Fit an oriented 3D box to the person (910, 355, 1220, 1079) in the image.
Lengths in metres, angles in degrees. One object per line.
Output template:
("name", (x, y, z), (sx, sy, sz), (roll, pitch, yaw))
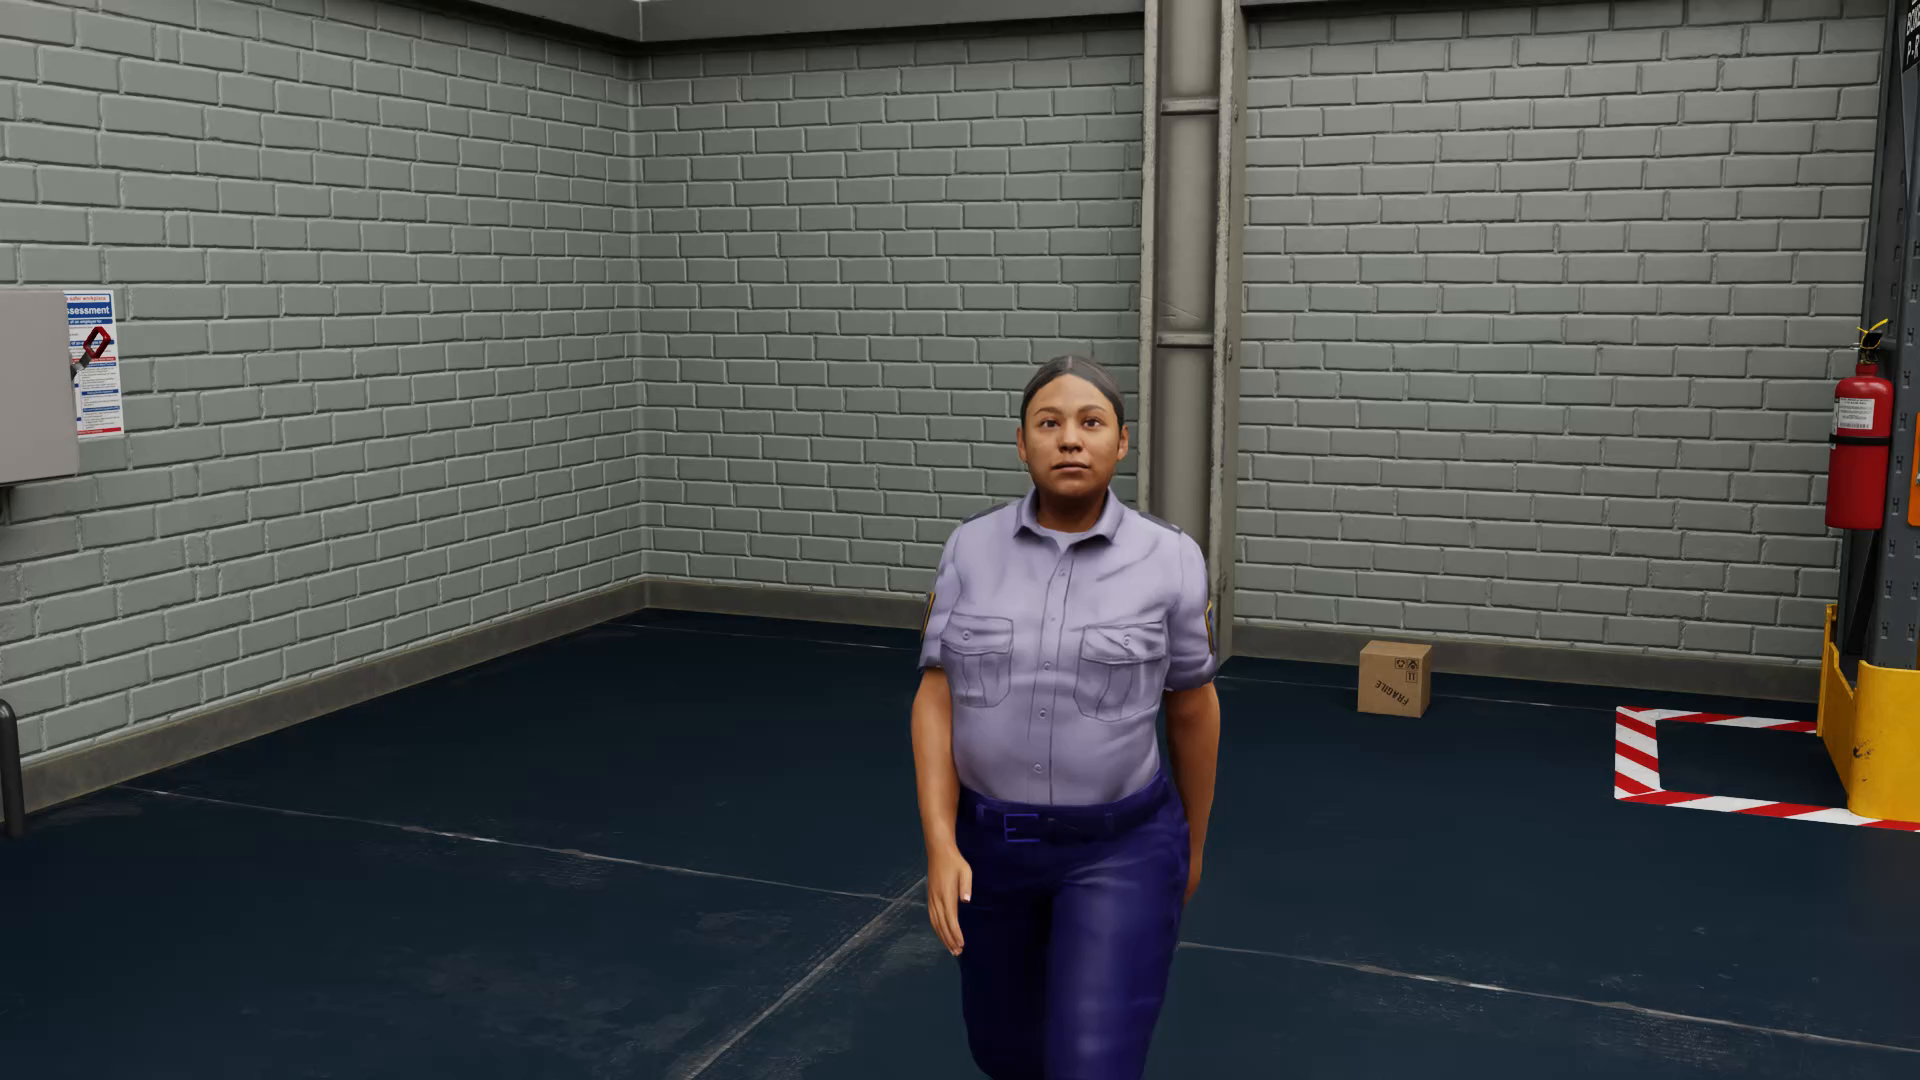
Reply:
("person", (0.164, 0.507, 2.693), (0.464, 1.578, 1.013), (3, 9, 19))
